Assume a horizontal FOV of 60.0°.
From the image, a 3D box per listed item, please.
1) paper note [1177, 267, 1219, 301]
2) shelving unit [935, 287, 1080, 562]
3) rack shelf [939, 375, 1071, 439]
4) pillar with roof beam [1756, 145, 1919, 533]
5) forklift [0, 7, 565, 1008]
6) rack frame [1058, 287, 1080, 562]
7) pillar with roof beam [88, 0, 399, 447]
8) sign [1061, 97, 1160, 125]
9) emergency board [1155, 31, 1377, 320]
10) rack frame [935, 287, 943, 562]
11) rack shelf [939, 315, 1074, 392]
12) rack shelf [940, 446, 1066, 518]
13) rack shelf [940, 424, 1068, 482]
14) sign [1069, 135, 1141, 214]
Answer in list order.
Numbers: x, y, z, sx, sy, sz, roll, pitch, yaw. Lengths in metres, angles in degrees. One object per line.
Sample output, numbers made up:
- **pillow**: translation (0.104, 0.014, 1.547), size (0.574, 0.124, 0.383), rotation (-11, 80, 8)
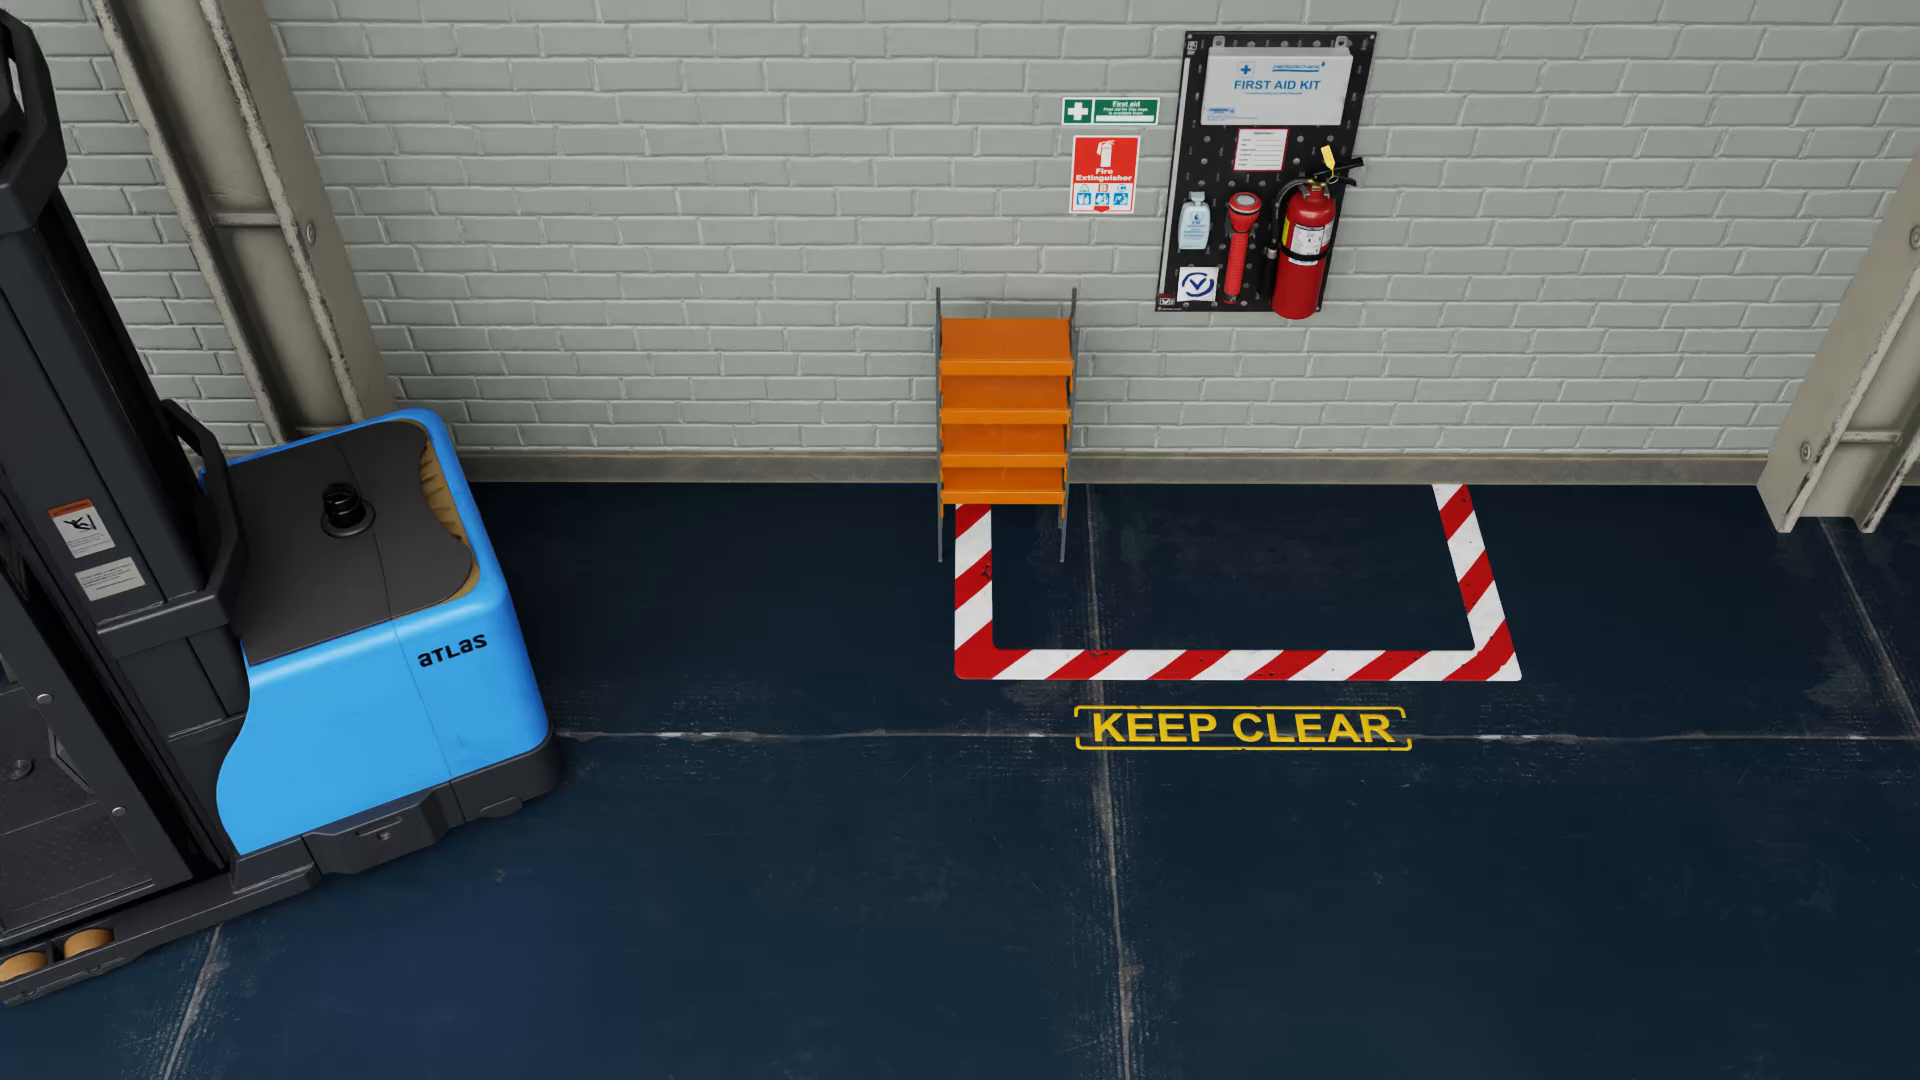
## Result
- **paper note**: translation (0.885, -0.951, 6.188), size (0.142, 0.148, 0.016), rotation (0, 47, 0)
- **shelving unit**: translation (0.166, -0.408, 6.310), size (0.503, 1.200, 0.258), rotation (0, 47, 0)
- **rack shelf**: translation (0.166, -0.515, 6.196), size (0.480, 0.148, 0.258), rotation (0, 47, 0)
- **pillar with roof beam**: translation (3.517, -0.058, 0.657), size (0.400, 9.000, 9.100), rotation (0, 47, 0)
- **forklift**: translation (-2.956, 0.040, 4.710), size (3.031, 2.935, 1.130), rotation (-19, 50, -17)
- **rack frame**: translation (0.410, -0.408, 6.310), size (0.015, 1.200, 0.240), rotation (0, 47, 0)
- **pillar with roof beam**: translation (-2.483, -0.075, 0.672), size (0.400, 9.000, 9.100), rotation (0, 47, 0)
- **sign**: translation (0.514, -1.463, 5.677), size (0.331, 0.109, 0.001), rotation (0, 47, 0)
- **emergency board**: translation (1.062, -1.200, 5.818), size (0.643, 1.169, 0.194), rotation (0, 47, 0)
- **rack frame**: translation (-0.078, -0.409, 6.311), size (0.015, 1.200, 0.240), rotation (0, 47, 0)
- **rack shelf**: translation (0.166, -0.676, 6.023), size (0.480, 0.148, 0.258), rotation (0, 47, 0)
- **rack shelf**: translation (0.166, -0.227, 6.505), size (0.480, 0.148, 0.258), rotation (0, 47, 0)
- **rack shelf**: translation (0.166, -0.362, 6.360), size (0.480, 0.148, 0.258), rotation (0, 47, 0)
- **sign**: translation (0.509, -1.289, 5.877), size (0.234, 0.329, 0.001), rotation (0, 47, 0)
